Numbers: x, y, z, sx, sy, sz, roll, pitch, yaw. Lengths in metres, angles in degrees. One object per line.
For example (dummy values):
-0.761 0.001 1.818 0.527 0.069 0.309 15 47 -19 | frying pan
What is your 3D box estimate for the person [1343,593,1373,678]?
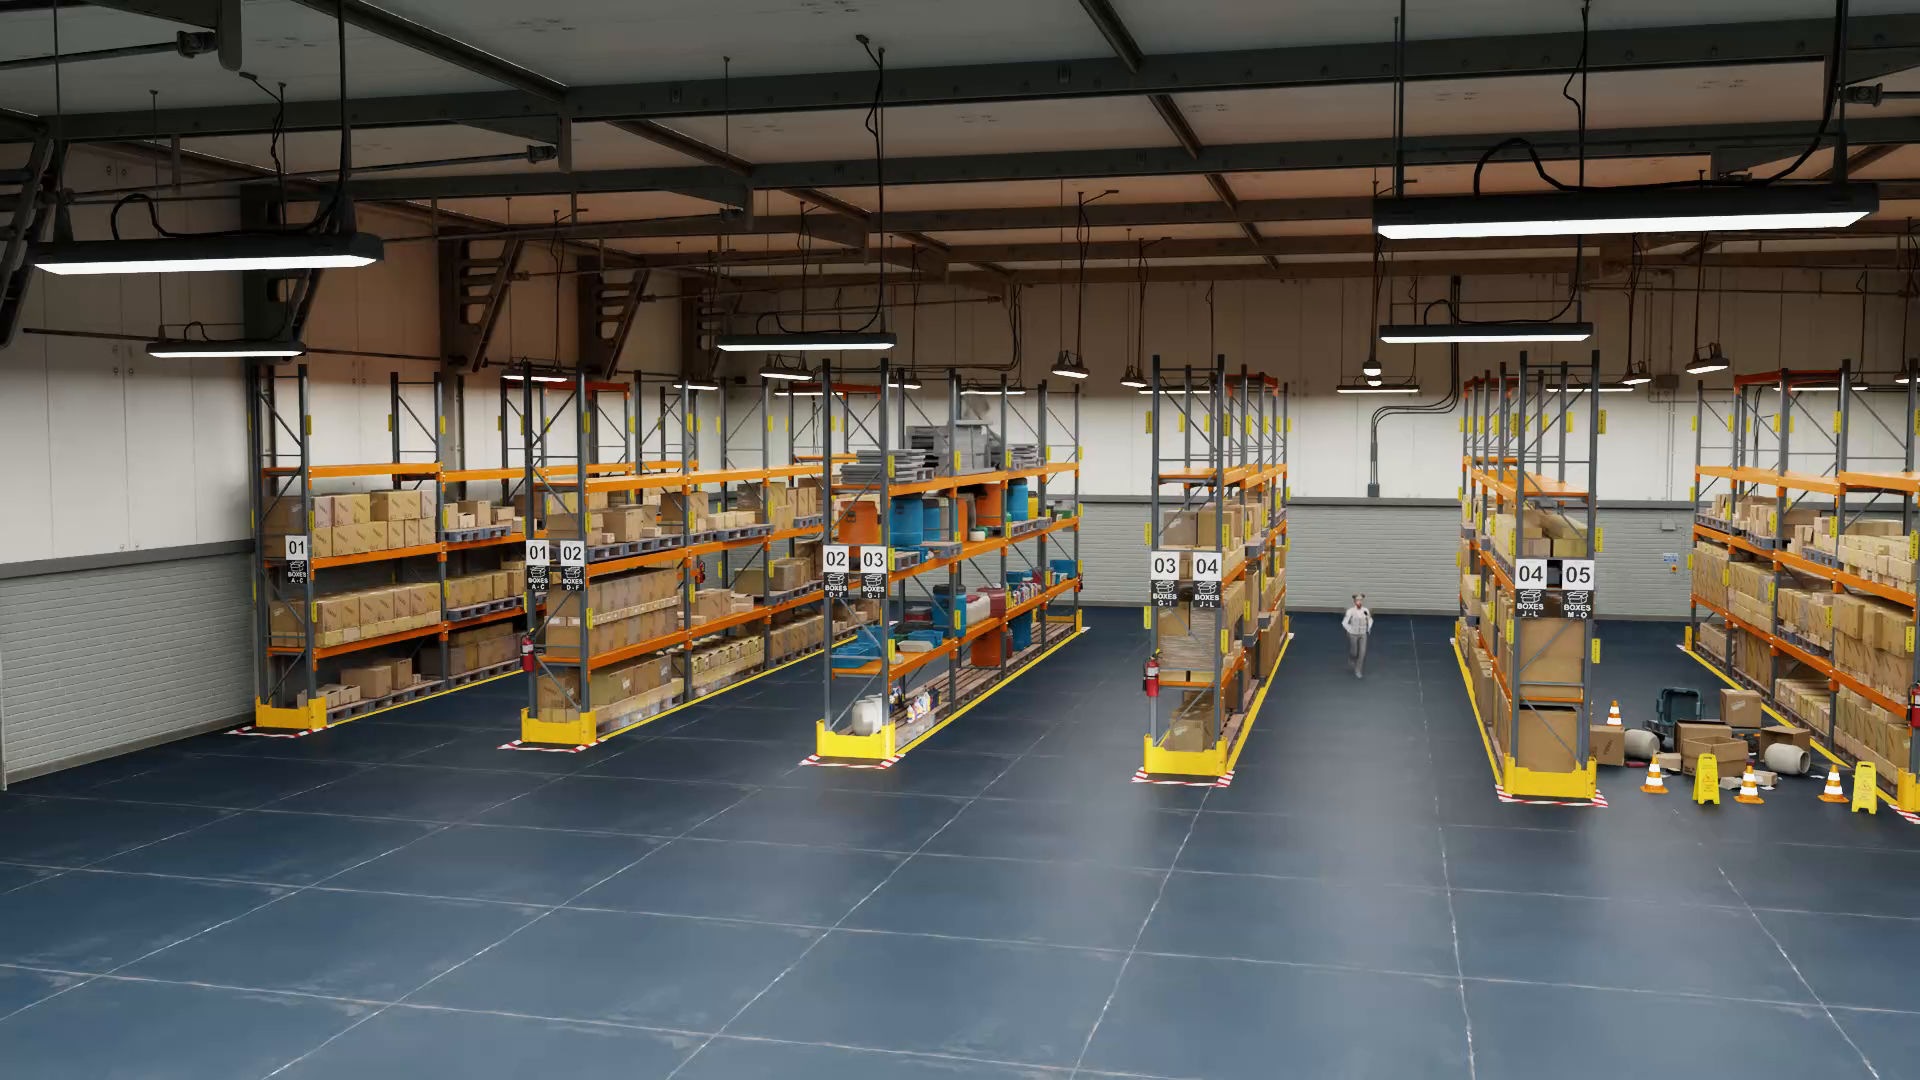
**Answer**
7.956 1.891 33.211 0.617 1.671 0.696 0 4 2 | person
